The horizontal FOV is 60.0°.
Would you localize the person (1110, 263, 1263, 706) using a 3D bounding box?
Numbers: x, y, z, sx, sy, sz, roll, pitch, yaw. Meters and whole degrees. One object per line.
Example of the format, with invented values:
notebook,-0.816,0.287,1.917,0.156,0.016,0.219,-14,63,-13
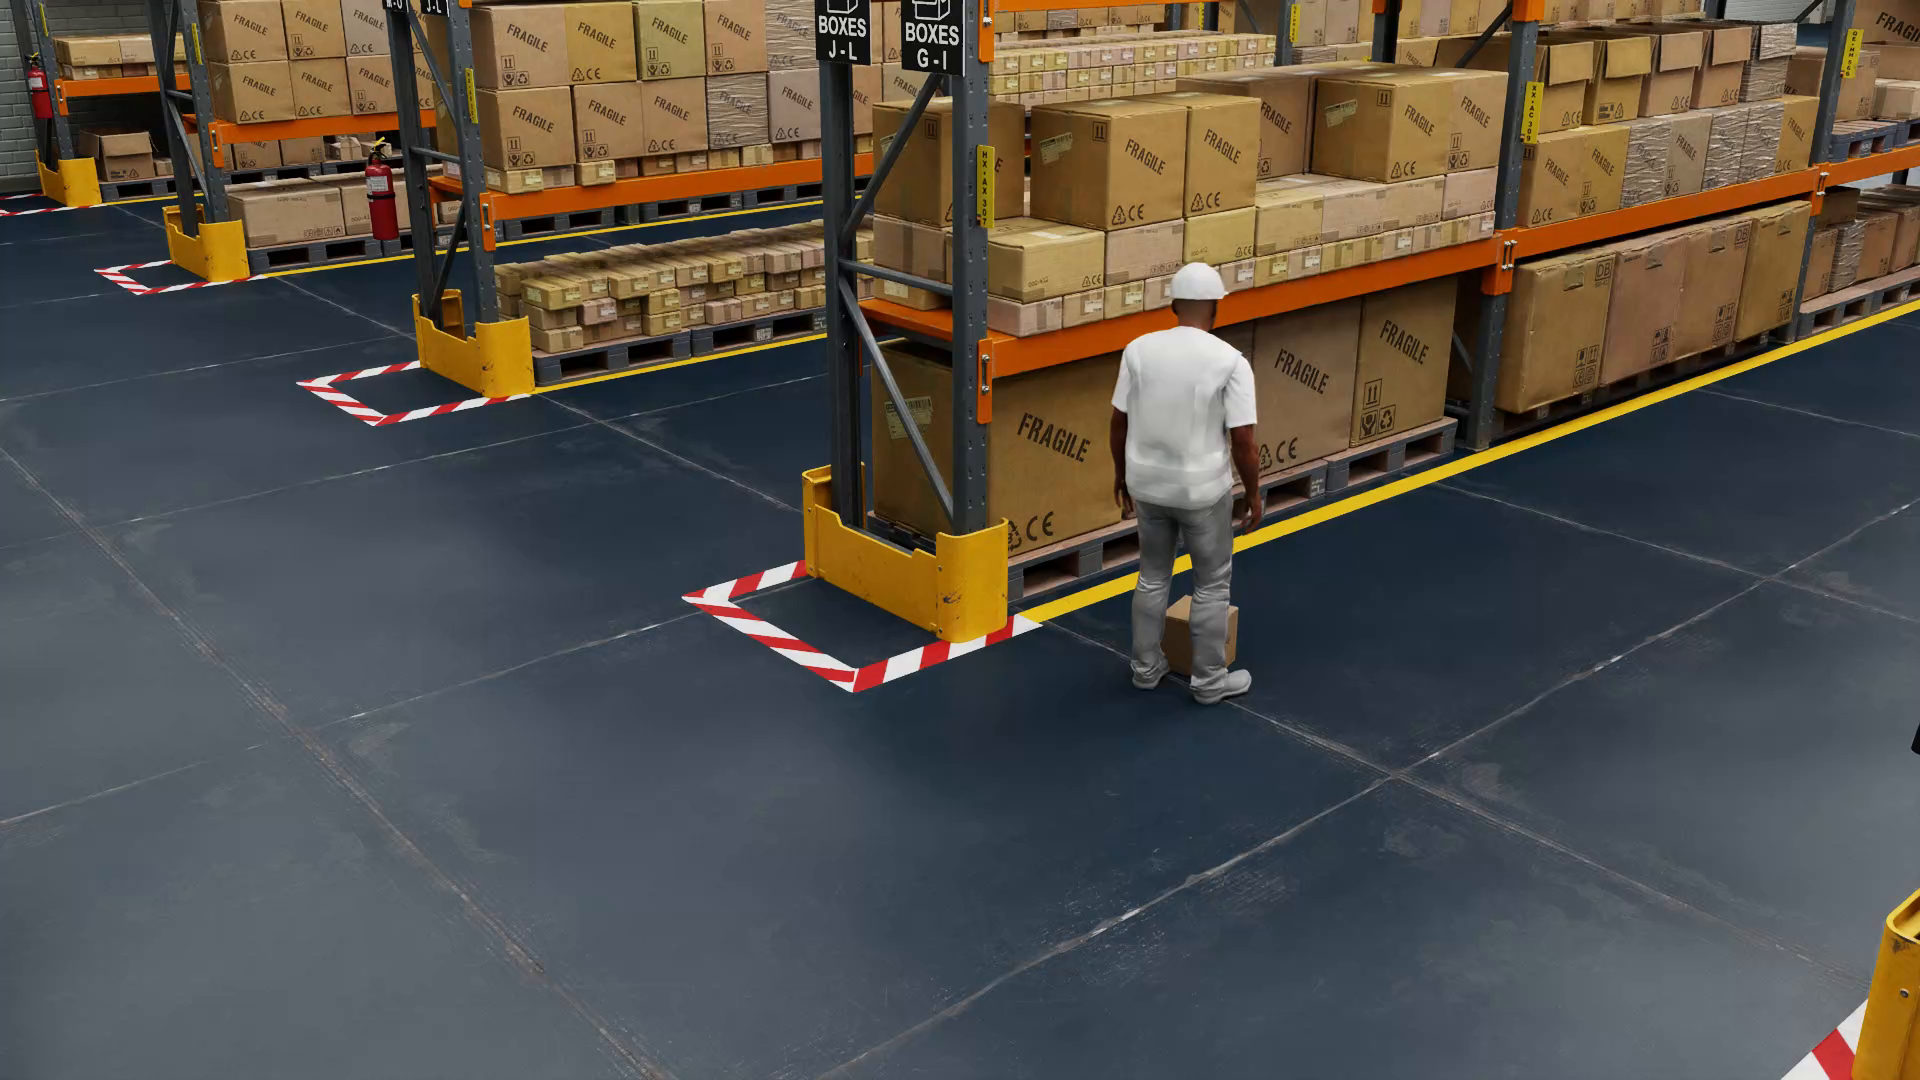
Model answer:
person,0.901,-0.219,6.635,0.637,1.757,0.461,13,24,30
